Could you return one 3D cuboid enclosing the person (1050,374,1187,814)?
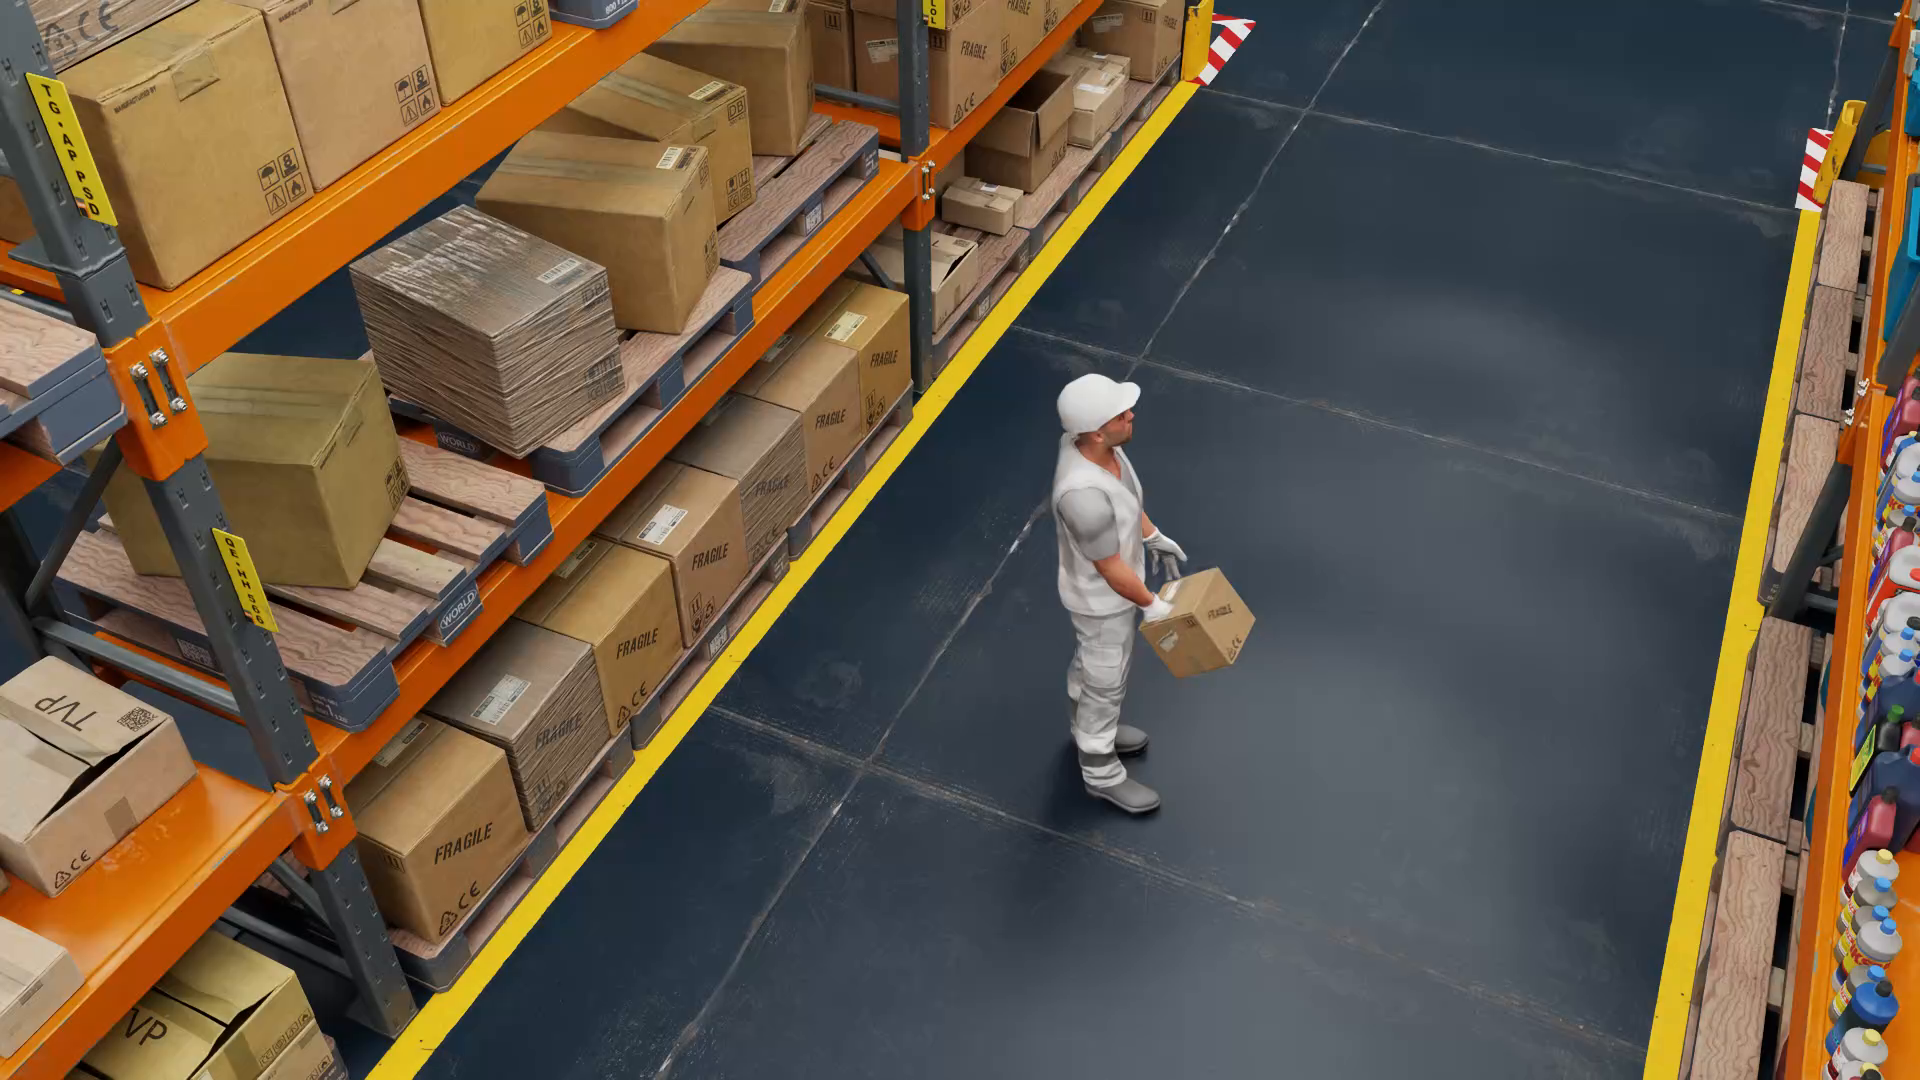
[{"bbox_3d":[0.558,0.180,5.926,0.501,1.795,0.563,4,42,4],"label":"person"}]
